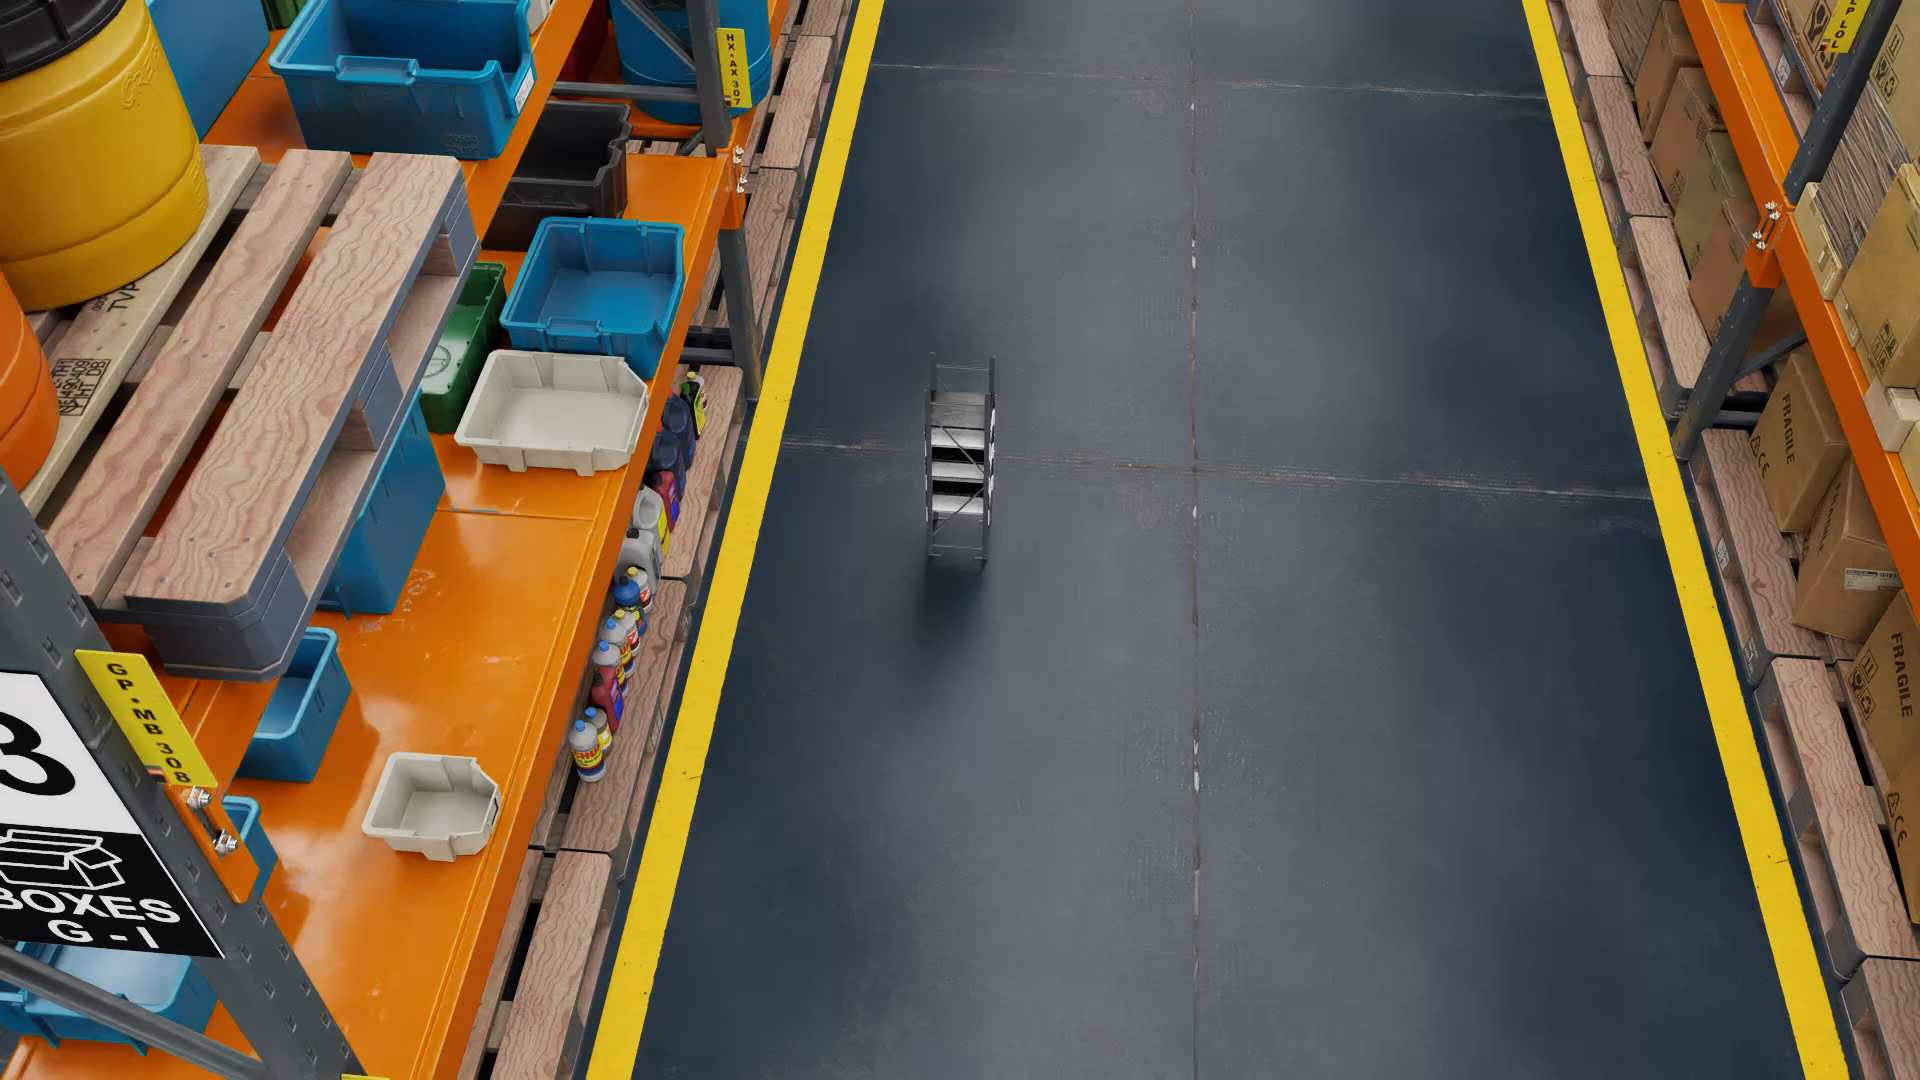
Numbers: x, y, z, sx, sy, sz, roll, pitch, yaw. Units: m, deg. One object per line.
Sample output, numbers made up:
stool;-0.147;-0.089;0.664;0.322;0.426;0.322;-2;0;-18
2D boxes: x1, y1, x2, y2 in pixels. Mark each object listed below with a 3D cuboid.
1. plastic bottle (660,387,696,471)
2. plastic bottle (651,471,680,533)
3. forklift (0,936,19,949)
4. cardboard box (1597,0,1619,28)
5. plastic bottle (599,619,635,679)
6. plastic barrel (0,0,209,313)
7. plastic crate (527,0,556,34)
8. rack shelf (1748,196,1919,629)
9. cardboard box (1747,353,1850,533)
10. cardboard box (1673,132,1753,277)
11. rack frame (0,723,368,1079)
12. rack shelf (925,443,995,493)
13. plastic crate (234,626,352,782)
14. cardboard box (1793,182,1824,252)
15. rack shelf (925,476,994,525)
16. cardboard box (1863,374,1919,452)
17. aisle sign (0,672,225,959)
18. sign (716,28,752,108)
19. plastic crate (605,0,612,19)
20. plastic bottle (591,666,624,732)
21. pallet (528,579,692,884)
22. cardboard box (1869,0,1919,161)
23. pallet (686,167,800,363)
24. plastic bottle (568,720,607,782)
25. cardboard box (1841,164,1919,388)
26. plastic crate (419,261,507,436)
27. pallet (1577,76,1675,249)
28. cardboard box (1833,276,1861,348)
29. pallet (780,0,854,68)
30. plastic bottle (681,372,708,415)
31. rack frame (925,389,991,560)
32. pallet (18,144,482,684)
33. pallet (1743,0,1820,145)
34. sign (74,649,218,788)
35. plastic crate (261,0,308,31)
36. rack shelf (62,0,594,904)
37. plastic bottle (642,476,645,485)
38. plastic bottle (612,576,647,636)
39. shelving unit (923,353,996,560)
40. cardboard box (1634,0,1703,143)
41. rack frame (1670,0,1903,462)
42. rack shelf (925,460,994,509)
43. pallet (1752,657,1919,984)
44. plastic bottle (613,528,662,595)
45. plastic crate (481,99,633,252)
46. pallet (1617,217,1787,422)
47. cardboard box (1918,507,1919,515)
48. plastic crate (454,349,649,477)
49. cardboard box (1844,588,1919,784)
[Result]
plastic bottle;-1.153;-0.457;6.658;0.144;0.351;0.185;3;48;2
plastic bottle;-1.144;-0.171;6.442;0.061;0.283;0.133;7;48;6
forklift;-3.560;-0.591;5.330;1.130;2.935;3.031;-1;48;-1
cardboard box;3.875;-3.113;8.986;0.700;0.500;0.500;2;48;1
plastic bottle;-1.230;0.380;5.947;0.097;0.271;0.097;0;48;0
plastic barrel;-1.768;-0.820;3.048;0.600;0.588;0.600;0;48;0
plastic crate;-1.125;-1.412;4.181;0.243;0.136;0.396;4;48;4
rack shelf;3.369;0.350;4.910;1.077;0.370;4.000;4;48;4
cardboard box;3.475;-0.369;6.490;0.500;0.500;0.500;3;48;2
cardboard box;3.691;-1.466;7.480;0.700;0.500;0.500;4;48;3
rack frame;-1.746;1.244;3.605;1.000;3.000;0.127;4;48;4
rack shelf;0.001;-0.287;6.474;0.258;0.077;0.200;4;48;4
plastic crate;-1.933;0.430;4.451;0.499;0.251;0.408;4;48;4
cardboard box;3.232;-1.140;5.956;0.380;0.149;0.250;4;48;4
rack shelf;0.001;-0.166;6.607;0.258;0.077;0.200;4;48;4
cardboard box;3.124;-0.406;5.285;0.380;0.149;0.250;4;48;4
aisle sign;-1.461;0.439;2.580;0.394;0.787;0.004;4;48;4
sign;-0.834;-1.744;6.150;0.100;0.325;0.005;4;48;4
plastic crate;-1.590;-2.521;7.060;0.392;0.384;0.575;4;48;4
plastic bottle;-1.231;0.536;5.796;0.061;0.283;0.133;5;48;4
pallet;-1.592;0.635;6.052;1.003;0.211;1.213;4;48;4
cardboard box;3.257;-1.520;5.187;0.500;0.500;0.500;4;48;4
pallet;-1.348;-1.334;7.853;1.003;0.211;1.213;4;48;4
plastic bottle;-1.270;0.705;5.649;0.097;0.271;0.097;0;48;0
cardboard box;3.368;-0.805;5.210;0.875;0.500;0.500;4;48;4
plastic crate;-1.786;-0.645;5.477;0.450;0.188;0.662;4;48;4
pallet;3.729;-1.892;8.364;1.003;0.211;1.213;4;48;4
cardboard box;3.201;-0.771;5.619;0.380;0.149;0.250;4;48;4
pallet;-1.126;-3.127;9.493;1.003;0.211;1.213;4;48;4
plastic bottle;-1.104;-0.612;6.901;0.097;0.201;0.097;0;48;0
rack frame;-0.009;-0.235;6.381;0.240;0.900;0.006;4;48;4
pallet;-1.573;-0.306;3.118;1.003;0.211;1.213;4;48;4
pallet;3.766;-1.849;6.565;1.003;0.211;1.213;4;48;4
sign;-1.198;0.269;2.458;0.100;0.325;0.005;4;48;4
plastic crate;-1.796;-1.495;4.221;0.336;0.188;0.450;4;48;4
rack shelf;-1.563;-0.995;4.108;1.077;0.370;4.000;4;48;4
plastic bottle;-1.320;-0.282;6.549;0.152;0.276;0.135;4;48;4
plastic bottle;-1.211;0.231;6.083;0.097;0.271;0.097;0;48;0
shelving unit;0.001;-0.310;6.449;0.258;0.900;0.210;4;48;4
cardboard box;3.792;-2.287;8.231;0.700;0.500;0.500;7;48;7
rack frame;3.551;-1.362;5.989;1.000;3.000;0.127;4;48;4
rack shelf;0.001;-0.226;6.540;0.258;0.077;0.200;4;48;4
pallet;3.417;0.974;5.742;1.003;0.211;1.213;4;48;4
plastic bottle;-1.219;0.066;6.231;0.152;0.276;0.135;5;48;4
plastic crate;-1.556;-1.298;5.973;0.767;0.338;0.504;4;48;4
pallet;3.621;-0.993;7.541;1.003;0.211;1.213;4;48;4
cardboard box;3.109;-0.037;4.947;0.380;0.149;0.250;4;48;4
plastic crate;-1.277;-0.396;5.284;0.530;0.136;0.437;4;48;4
cardboard box;3.452;0.514;5.683;0.500;0.500;0.500;0;48;0
